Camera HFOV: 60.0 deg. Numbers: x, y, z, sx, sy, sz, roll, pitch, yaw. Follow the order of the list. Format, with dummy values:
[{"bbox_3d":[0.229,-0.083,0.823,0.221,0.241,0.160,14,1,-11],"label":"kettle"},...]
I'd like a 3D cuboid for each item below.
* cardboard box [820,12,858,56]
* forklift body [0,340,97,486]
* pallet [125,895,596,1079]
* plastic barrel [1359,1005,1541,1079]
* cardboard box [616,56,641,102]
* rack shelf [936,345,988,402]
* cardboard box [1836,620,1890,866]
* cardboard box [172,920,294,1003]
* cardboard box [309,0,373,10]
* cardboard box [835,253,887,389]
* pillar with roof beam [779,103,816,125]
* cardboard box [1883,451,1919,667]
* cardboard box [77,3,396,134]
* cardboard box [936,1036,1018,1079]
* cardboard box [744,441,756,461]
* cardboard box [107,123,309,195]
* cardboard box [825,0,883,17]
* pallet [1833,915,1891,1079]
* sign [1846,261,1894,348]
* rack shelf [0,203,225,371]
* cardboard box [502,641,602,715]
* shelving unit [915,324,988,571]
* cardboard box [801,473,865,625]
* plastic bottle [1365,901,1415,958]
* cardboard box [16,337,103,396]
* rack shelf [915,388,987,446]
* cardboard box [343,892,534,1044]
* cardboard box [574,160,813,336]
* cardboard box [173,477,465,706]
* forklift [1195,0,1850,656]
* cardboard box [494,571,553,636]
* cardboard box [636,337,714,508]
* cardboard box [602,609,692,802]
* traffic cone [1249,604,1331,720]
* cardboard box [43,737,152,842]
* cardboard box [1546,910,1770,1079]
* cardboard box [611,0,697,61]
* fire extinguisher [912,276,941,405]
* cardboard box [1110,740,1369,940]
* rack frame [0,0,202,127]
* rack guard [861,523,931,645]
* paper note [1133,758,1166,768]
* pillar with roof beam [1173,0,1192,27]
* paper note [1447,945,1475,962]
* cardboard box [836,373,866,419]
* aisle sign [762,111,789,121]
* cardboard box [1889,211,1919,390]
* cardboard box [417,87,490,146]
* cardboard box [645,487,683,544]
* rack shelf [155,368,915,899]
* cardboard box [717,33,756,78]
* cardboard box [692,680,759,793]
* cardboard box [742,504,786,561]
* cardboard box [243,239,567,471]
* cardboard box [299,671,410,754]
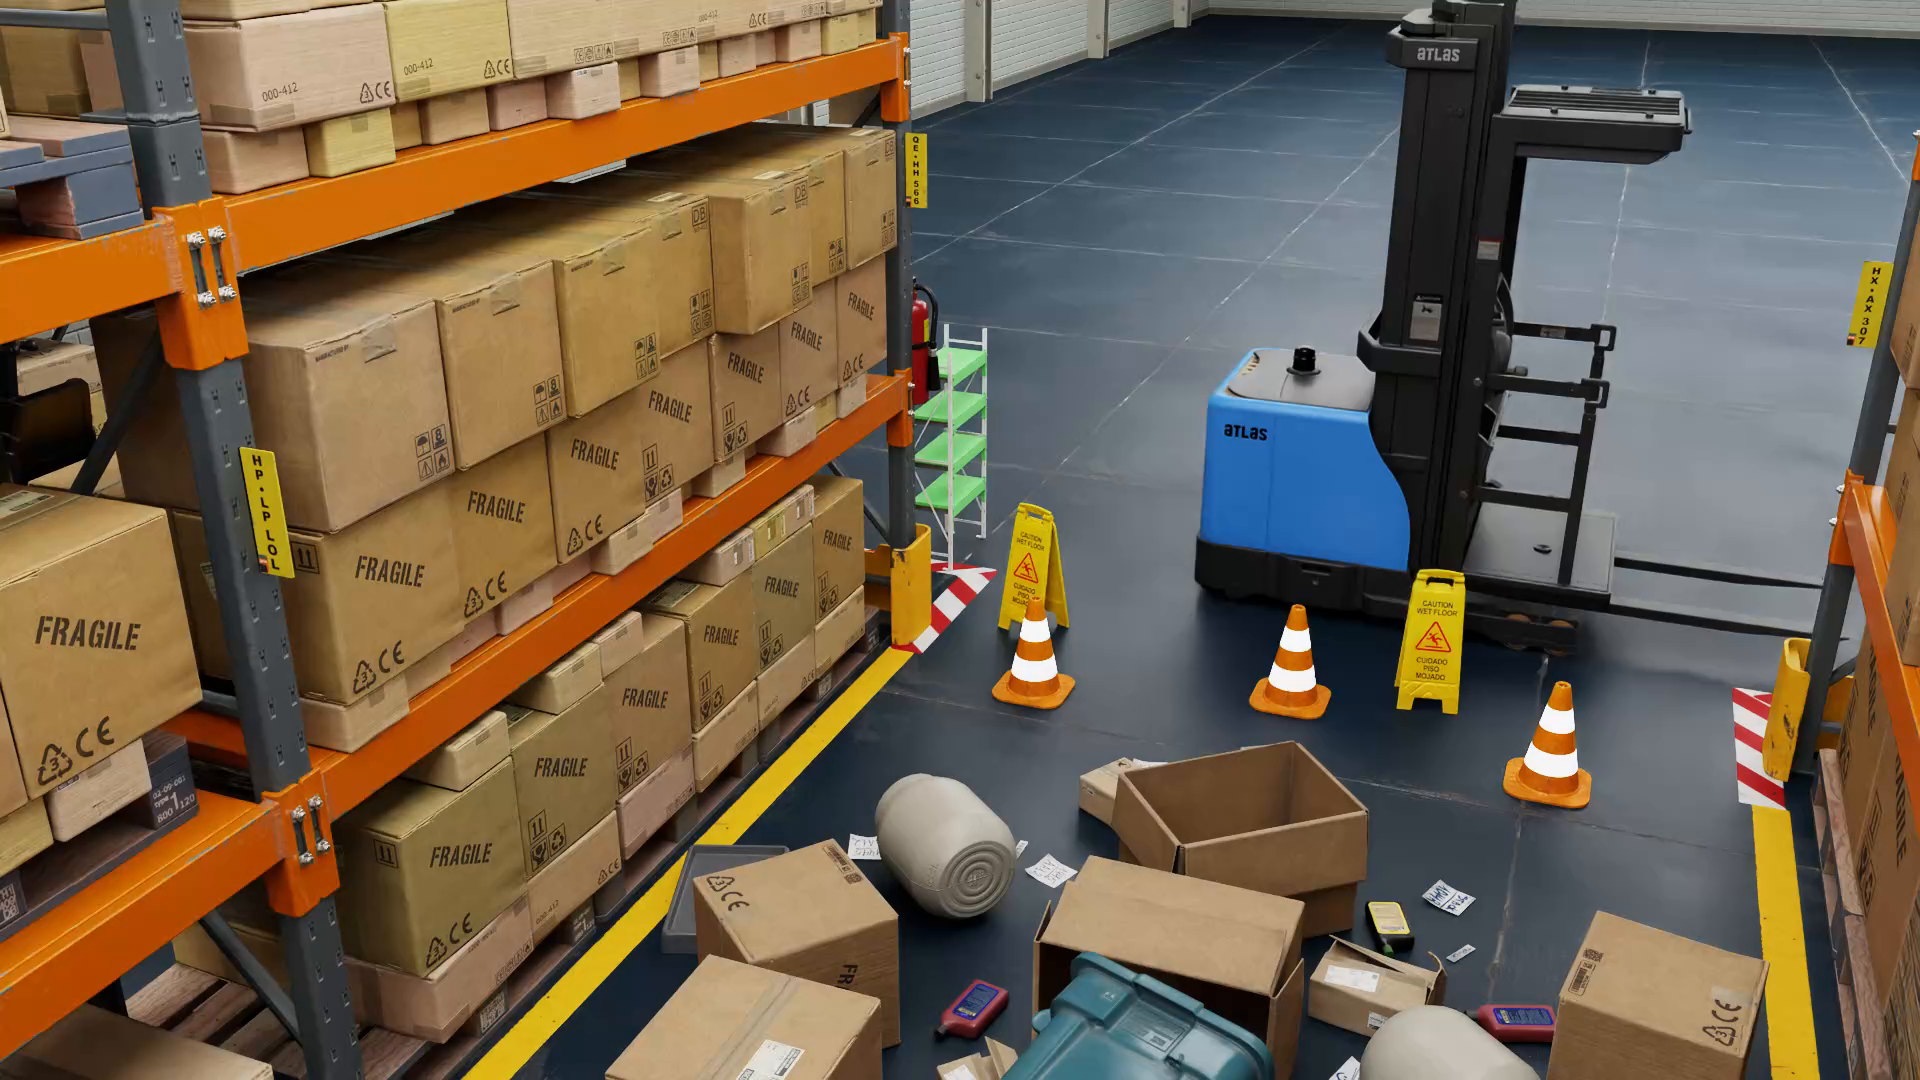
[{"bbox_3d":[-0.636,-2.046,6.691,0.380,0.149,0.250,9,24,20],"label":"cardboard box"},{"bbox_3d":[-4.321,-0.417,7.458,2.313,2.155,1.214,9,24,20],"label":"forklift body"},{"bbox_3d":[-1.970,1.433,5.545,1.003,0.211,1.213,9,24,20],"label":"pallet"},{"bbox_3d":[1.444,1.628,4.804,0.421,0.421,0.512,-12,25,-26],"label":"plastic barrel"},{"bbox_3d":[-1.268,-1.505,5.396,0.380,0.149,0.250,9,24,20],"label":"cardboard box"},{"bbox_3d":[-0.061,-0.878,8.717,0.258,0.148,0.480,9,24,20],"label":"rack shelf"},{"bbox_3d":[3.742,0.672,5.961,0.875,0.875,0.875,9,24,20],"label":"cardboard box"},{"bbox_3d":[-2.216,1.217,5.467,0.500,0.250,0.500,10,25,22],"label":"cardboard box"},{"bbox_3d":[-1.697,-1.407,4.127,0.380,0.149,0.250,10,25,22],"label":"cardboard box"},{"bbox_3d":[-0.646,-0.989,7.210,0.500,0.500,0.500,8,24,19],"label":"cardboard box"},{"bbox_3d":[2.048,-8.075,16.906,9.100,9.000,0.400,9,24,20],"label":"pillar with roof beam"},{"bbox_3d":[3.328,0.086,4.959,0.875,0.550,0.550,9,24,20],"label":"cardboard box"},{"bbox_3d":[-1.769,-1.178,4.096,0.500,0.250,0.500,8,24,19],"label":"cardboard box"},{"bbox_3d":[0.109,1.669,4.909,0.258,0.266,0.396,-7,24,-17],"label":"cardboard box"},{"bbox_3d":[-1.040,-0.396,6.632,0.380,0.149,0.250,9,24,21],"label":"cardboard box"},{"bbox_3d":[-1.839,-0.953,4.075,0.380,0.149,0.250,8,24,19],"label":"cardboard box"},{"bbox_3d":[-0.641,-2.270,6.709,0.500,0.250,0.500,8,24,19],"label":"cardboard box"},{"bbox_3d":[3.254,1.652,5.020,1.003,0.211,1.213,9,24,20],"label":"pallet"},{"bbox_3d":[3.420,-0.884,6.250,0.100,0.325,0.005,9,24,20],"label":"sign"},{"bbox_3d":[-2.929,0.056,2.267,1.077,0.370,4.000,9,24,20],"label":"rack shelf"},{"bbox_3d":[-1.425,0.429,5.539,0.380,0.149,0.250,10,25,22],"label":"cardboard box"},{"bbox_3d":[-0.061,-0.494,8.877,0.258,1.200,0.503,9,24,20],"label":"shelving unit"},{"bbox_3d":[-0.756,0.014,7.375,0.500,0.500,0.500,9,24,20],"label":"cardboard box"},{"bbox_3d":[1.523,1.379,5.869,0.133,0.061,0.283,1,23,2],"label":"plastic bottle"},{"bbox_3d":[-5.192,-0.926,9.299,0.500,0.250,0.500,10,25,22],"label":"cardboard box"},{"bbox_3d":[-0.061,-0.657,8.809,0.258,0.148,0.480,9,24,20],"label":"rack shelf"},{"bbox_3d":[-1.717,1.295,5.282,0.500,0.250,0.500,8,24,18],"label":"cardboard box"},{"bbox_3d":[-0.977,-1.093,6.161,0.700,0.500,0.500,8,24,19],"label":"cardboard box"},{"bbox_3d":[-1.764,0.091,4.624,0.500,0.500,0.500,9,24,20],"label":"cardboard box"},{"bbox_3d":[2.780,-1.031,7.916,3.031,2.935,1.130,9,24,20],"label":"forklift"},{"bbox_3d":[-1.531,0.160,5.300,0.380,0.149,0.250,10,25,22],"label":"cardboard box"},{"bbox_3d":[-1.232,-0.453,5.928,0.500,0.500,0.500,9,24,21],"label":"cardboard box"},{"bbox_3d":[-1.335,0.570,6.043,0.500,0.500,0.500,10,25,23],"label":"cardboard box"},{"bbox_3d":[1.494,0.507,7.436,0.336,0.463,0.334,9,24,20],"label":"traffic cone"},{"bbox_3d":[-2.121,0.538,3.852,0.380,0.149,0.250,9,24,21],"label":"cardboard box"},{"bbox_3d":[2.071,1.514,4.973,0.500,0.500,0.500,13,26,29],"label":"cardboard box"},{"bbox_3d":[-1.202,-1.723,5.399,0.500,0.250,0.500,9,24,21],"label":"cardboard box"},{"bbox_3d":[-0.230,-0.979,7.801,0.296,0.674,0.183,9,24,20],"label":"fire extinguisher"},{"bbox_3d":[0.997,1.104,5.955,0.797,0.503,0.637,-7,24,-17],"label":"cardboard box"},{"bbox_3d":[-2.186,-2.376,3.263,1.000,3.000,0.127,9,24,20],"label":"rack frame"},{"bbox_3d":[-0.729,0.141,8.263,1.175,0.500,0.348,9,24,20],"label":"rack guard"},{"bbox_3d":[0.796,0.954,6.927,0.148,0.019,0.142,1,23,2],"label":"paper note"},{"bbox_3d":[8.734,-14.516,32.327,9.100,9.000,0.400,9,24,20],"label":"pillar with roof beam"},{"bbox_3d":[1.745,1.440,5.791,0.123,0.001,0.032,-17,28,-35],"label":"paper note"},{"bbox_3d":[-0.632,-0.652,7.246,0.380,0.149,0.250,8,24,19],"label":"cardboard box"},{"bbox_3d":[-0.965,-2.305,7.505,0.394,0.787,0.004,9,24,20],"label":"aisle sign"},{"bbox_3d":[3.759,-0.807,5.695,0.875,0.550,0.550,9,24,20],"label":"cardboard box"},{"bbox_3d":[-1.574,-1.227,4.729,0.380,0.149,0.250,10,25,22],"label":"cardboard box"},{"bbox_3d":[-1.220,-0.109,5.946,0.380,0.149,0.250,9,24,20],"label":"cardboard box"},{"bbox_3d":[-1.444,0.008,6.272,1.077,0.370,4.000,9,24,20],"label":"rack shelf"},{"bbox_3d":[-0.970,-1.779,6.051,0.380,0.149,0.250,9,24,20],"label":"cardboard box"},{"bbox_3d":[-1.140,0.736,6.619,0.500,0.250,0.500,8,24,18],"label":"cardboard box"},{"bbox_3d":[-0.926,-0.055,6.698,0.380,0.149,0.250,9,24,21],"label":"cardboard box"},{"bbox_3d":[-1.612,-0.559,4.883,0.700,0.500,0.500,9,24,20],"label":"cardboard box"},{"bbox_3d":[-1.772,0.441,4.628,0.380,0.149,0.250,9,24,20],"label":"cardboard box"}]
